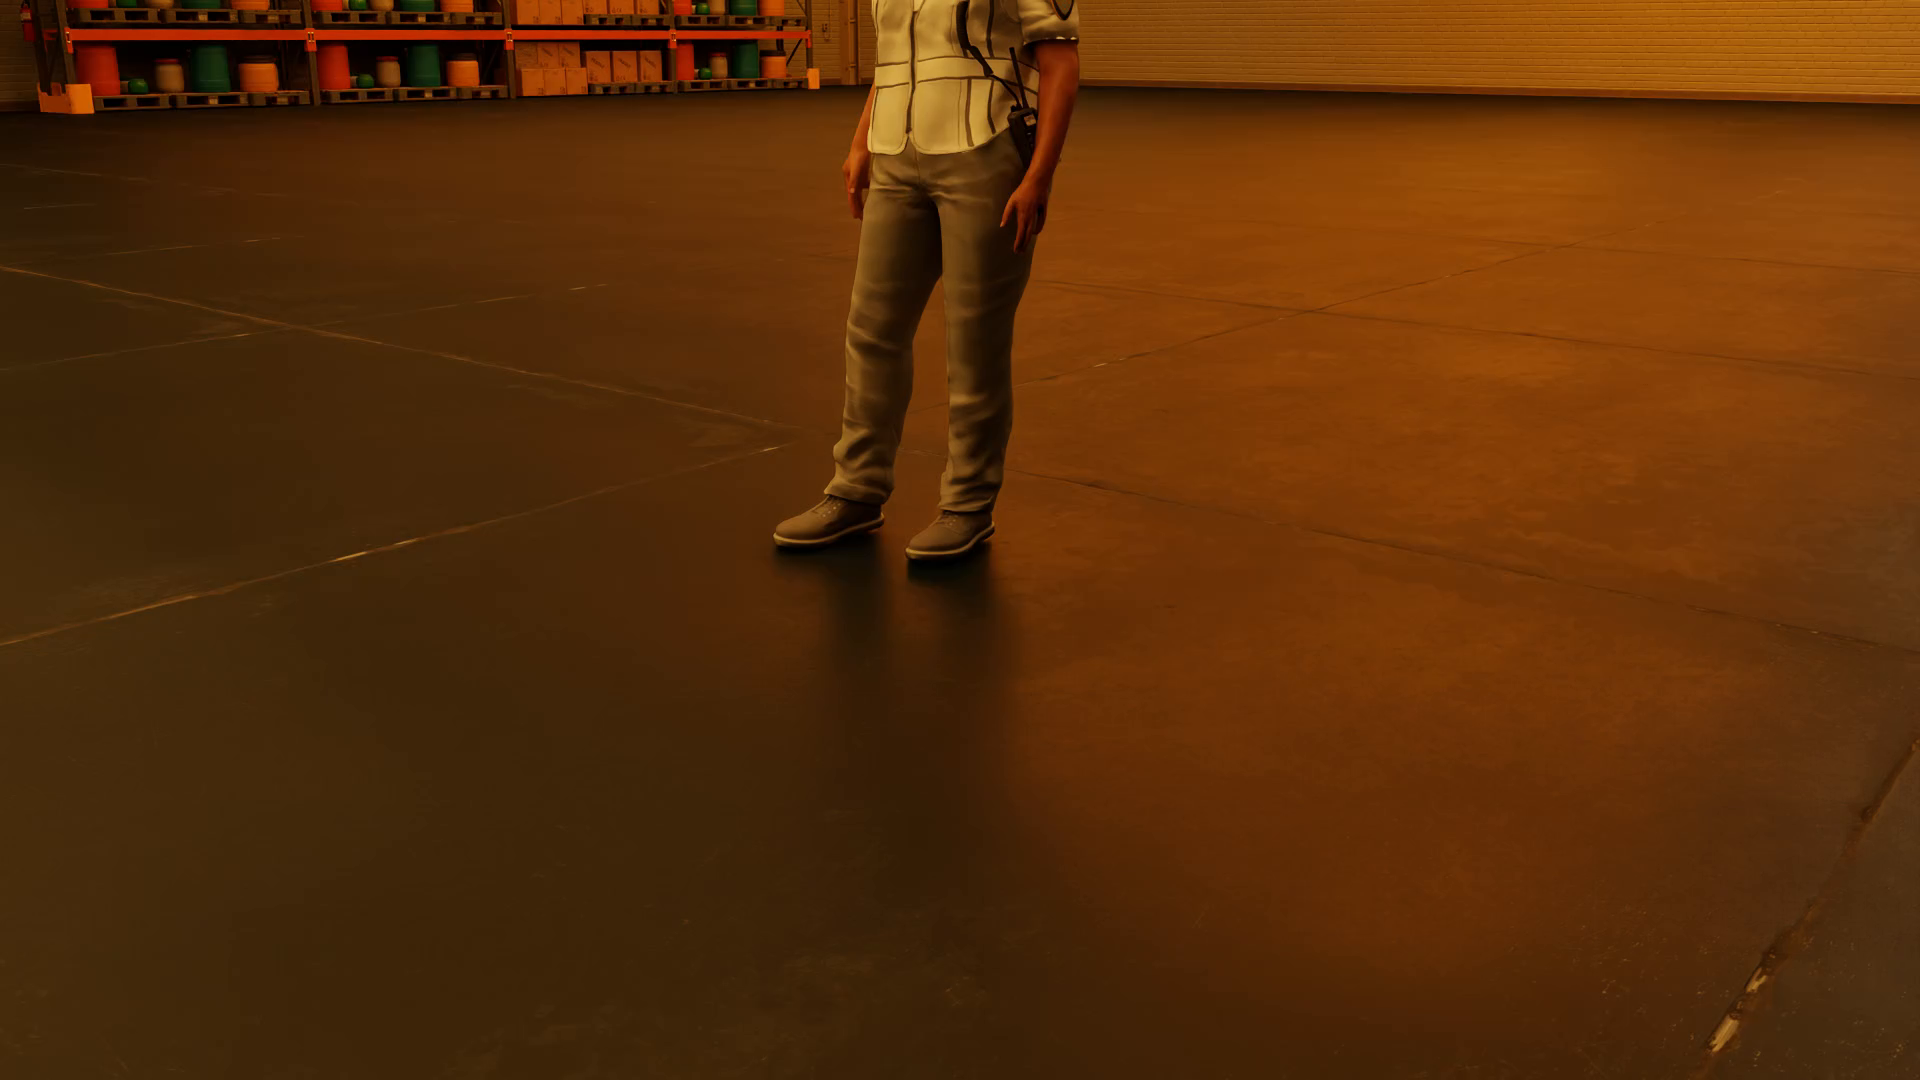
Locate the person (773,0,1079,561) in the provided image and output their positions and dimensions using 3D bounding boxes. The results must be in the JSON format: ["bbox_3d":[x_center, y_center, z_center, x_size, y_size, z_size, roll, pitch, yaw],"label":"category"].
[{"bbox_3d":[-0.067,-0.791,3.655,0.598,1.670,0.529,13,21,37],"label":"person"}]
